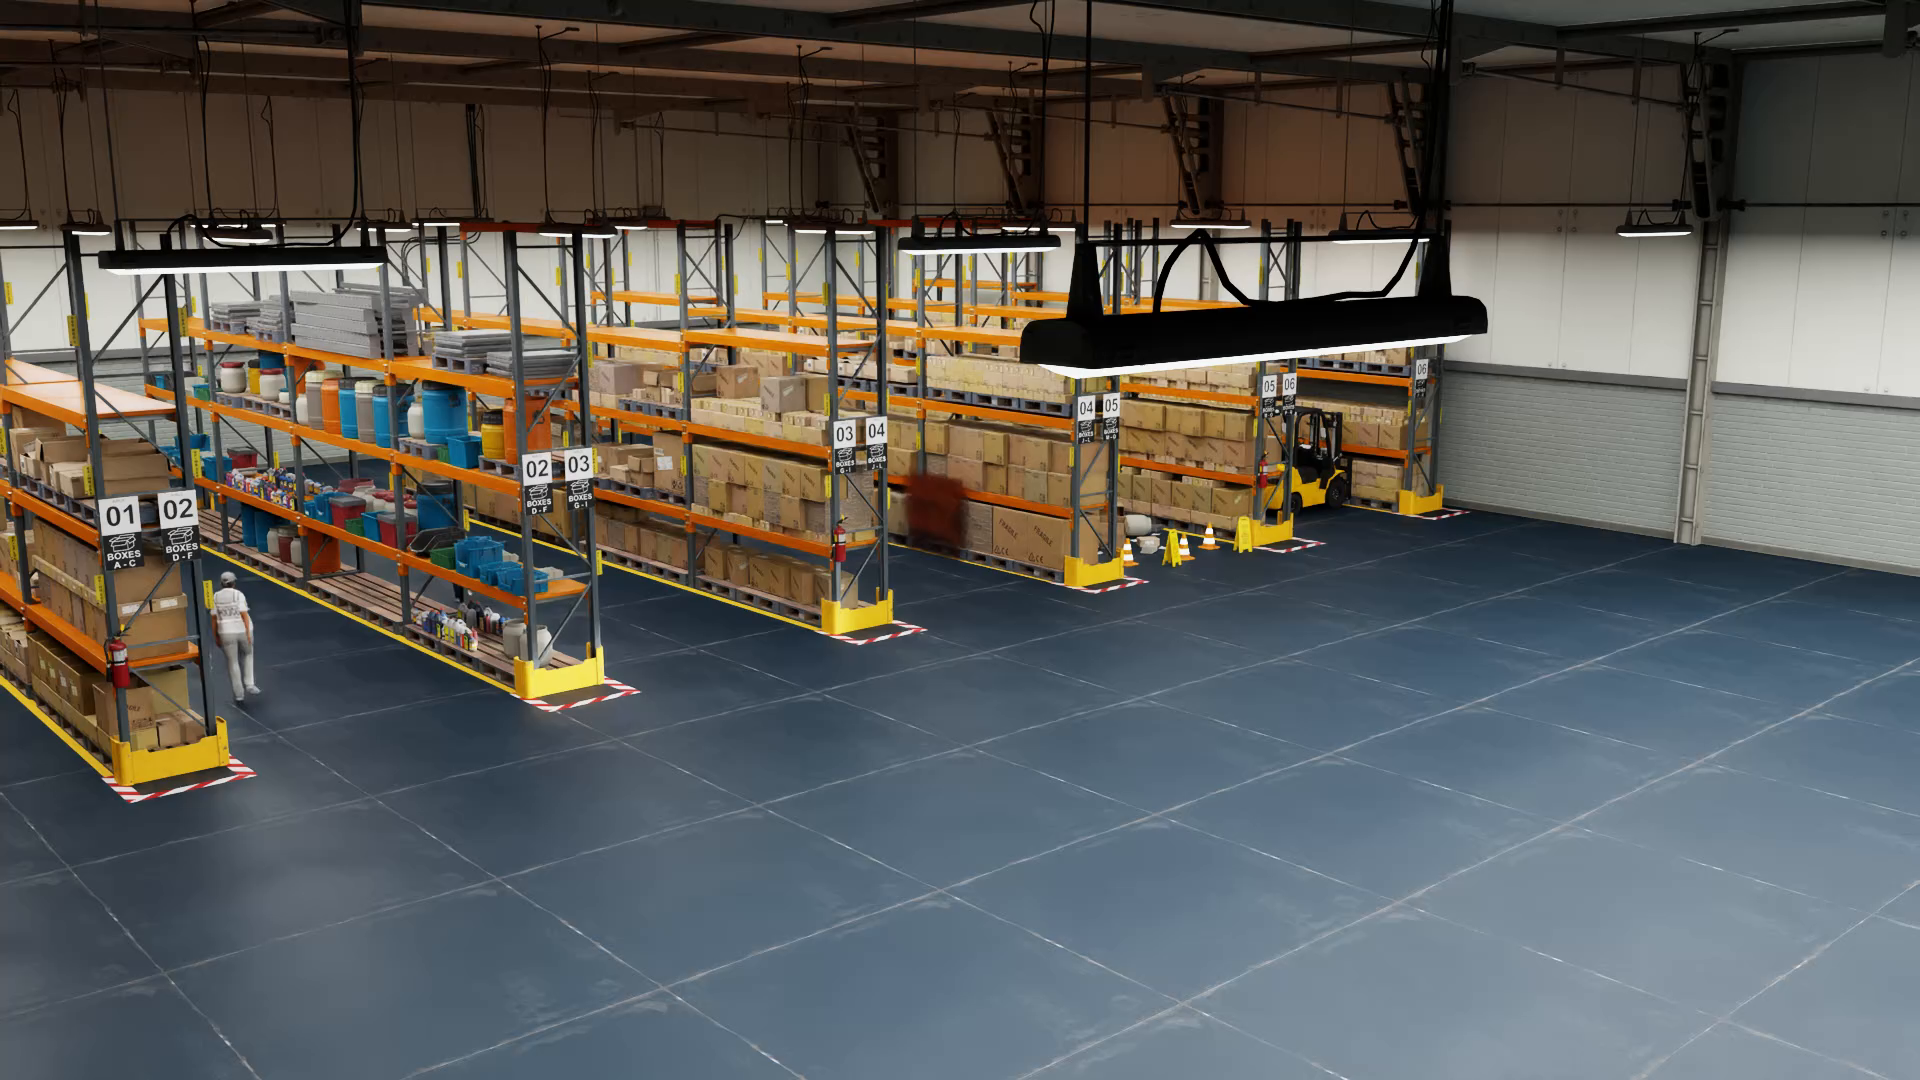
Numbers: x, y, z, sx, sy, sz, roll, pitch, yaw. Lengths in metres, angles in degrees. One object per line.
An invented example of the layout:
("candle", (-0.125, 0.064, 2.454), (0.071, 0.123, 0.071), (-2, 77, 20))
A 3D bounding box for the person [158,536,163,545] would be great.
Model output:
("person", (-14.549, -0.478, 30.240), (0.437, 1.614, 0.578), (-3, 12, -12))

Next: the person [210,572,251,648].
("person", (-9.450, 0.912, 21.486), (0.437, 0.991, 0.492), (-6, 13, -28))

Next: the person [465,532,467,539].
("person", (-8.136, -0.112, 26.716), (0.432, 0.935, 0.358), (-4, 12, -19))
